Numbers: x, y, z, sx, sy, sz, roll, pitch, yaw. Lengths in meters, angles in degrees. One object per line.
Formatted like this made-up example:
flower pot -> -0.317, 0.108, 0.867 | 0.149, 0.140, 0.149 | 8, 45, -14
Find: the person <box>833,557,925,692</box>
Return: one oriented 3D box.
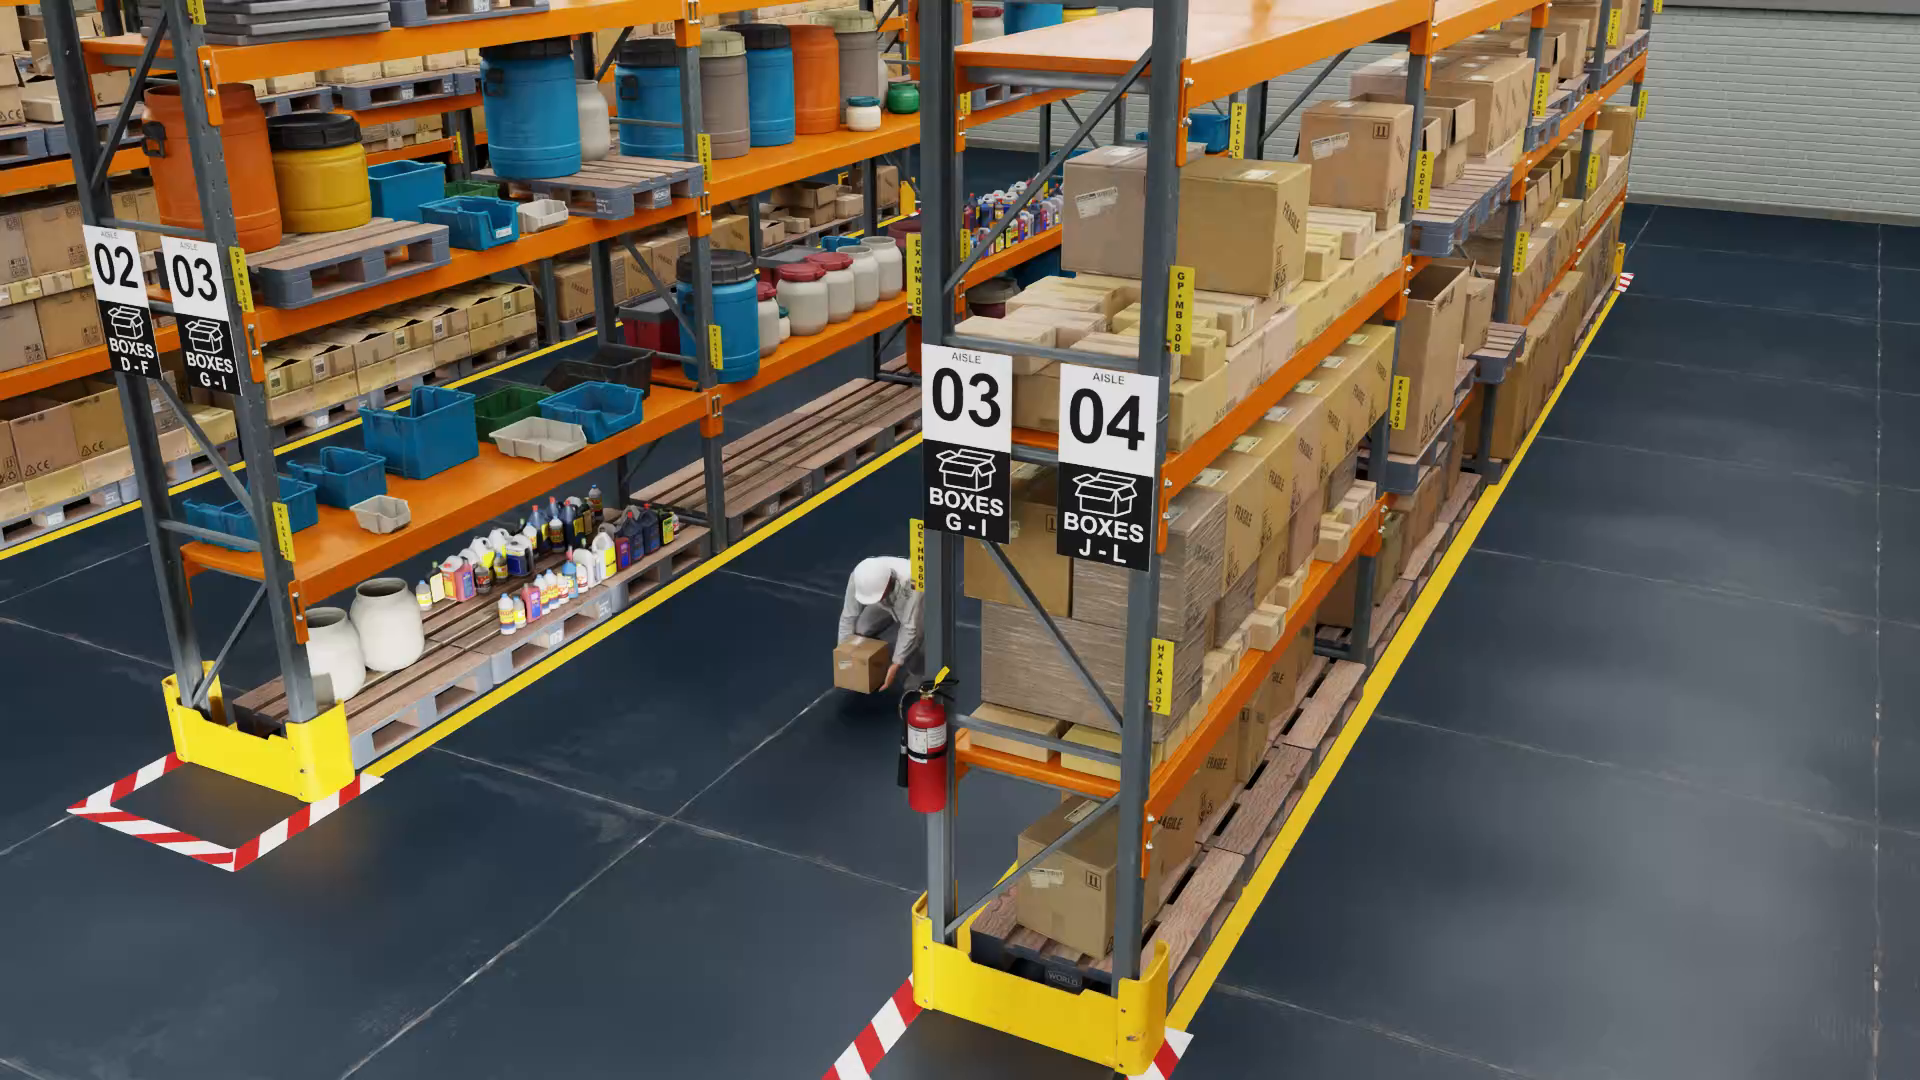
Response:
person -> -0.424, 0.478, 10.532 | 0.536, 1.039, 0.871 | 11, 25, 25
